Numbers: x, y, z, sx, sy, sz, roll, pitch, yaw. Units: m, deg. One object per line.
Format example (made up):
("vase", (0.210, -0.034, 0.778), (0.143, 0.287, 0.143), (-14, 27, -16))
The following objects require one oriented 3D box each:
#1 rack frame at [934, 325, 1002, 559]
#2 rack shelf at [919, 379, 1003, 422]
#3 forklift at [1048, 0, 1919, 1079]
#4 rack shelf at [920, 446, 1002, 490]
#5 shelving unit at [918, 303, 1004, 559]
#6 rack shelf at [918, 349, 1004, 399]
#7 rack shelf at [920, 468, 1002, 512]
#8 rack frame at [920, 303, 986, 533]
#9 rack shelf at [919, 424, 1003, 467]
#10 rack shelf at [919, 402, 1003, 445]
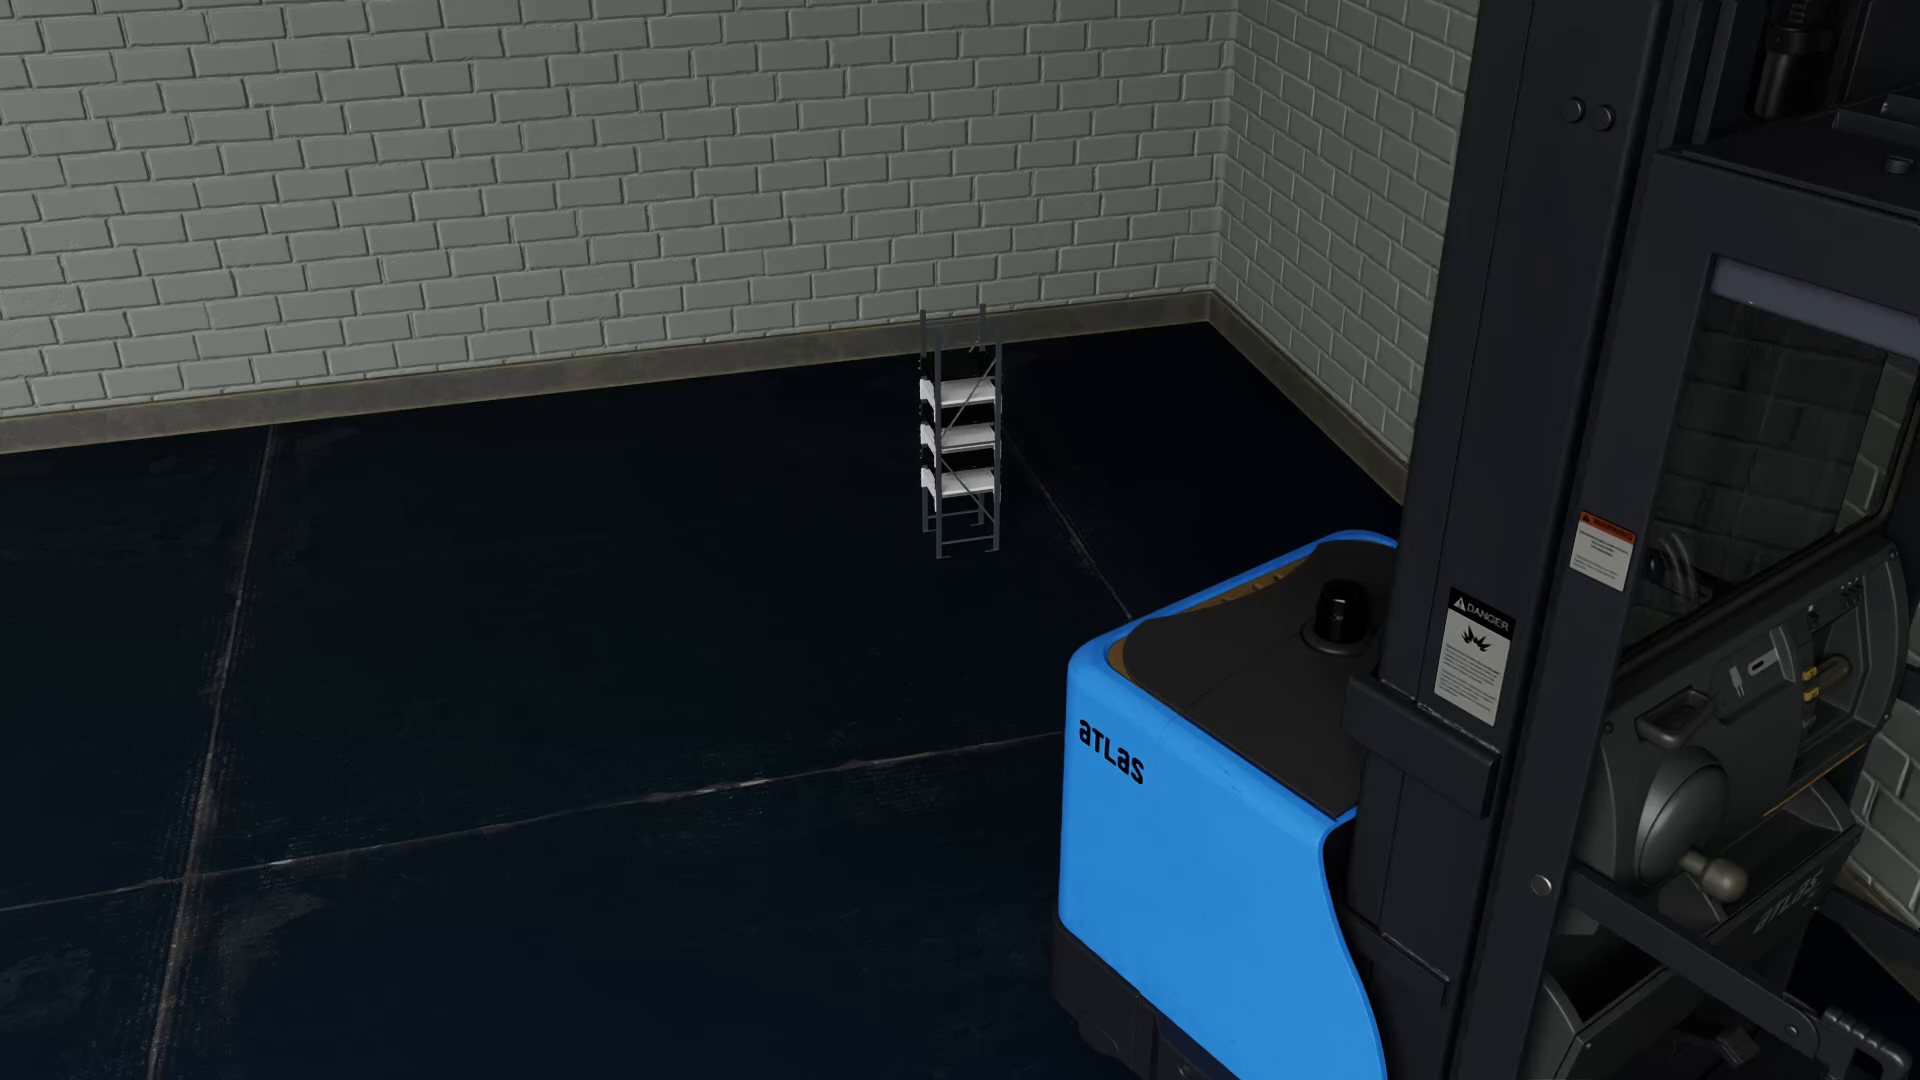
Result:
("rack frame", (0.029, -0.336, 5.933), (0.240, 0.900, 0.006), (-8, 31, -13))
("rack shelf", (0.002, -0.512, 5.944), (0.258, 0.077, 0.200), (-8, 31, -13))
("forklift", (1.511, 0.346, 2.726), (1.130, 2.935, 3.031), (-21, 36, -31))
("rack shelf", (0.002, -0.279, 6.080), (0.258, 0.077, 0.200), (-8, 31, -13))
("shelving unit", (0.002, -0.386, 6.018), (0.258, 0.900, 0.210), (-8, 31, -13))
("rack shelf", (0.002, -0.590, 5.899), (0.258, 0.077, 0.200), (-8, 31, -13))
("rack shelf", (0.002, -0.201, 6.125), (0.258, 0.077, 0.200), (-8, 31, -13))
("rack frame", (-0.025, -0.435, 6.103), (0.240, 0.900, 0.006), (-8, 31, -13))
("rack shelf", (0.002, -0.357, 6.034), (0.258, 0.077, 0.200), (-8, 31, -13))
("rack shelf", (0.002, -0.435, 5.989), (0.258, 0.077, 0.200), (-8, 31, -13))
